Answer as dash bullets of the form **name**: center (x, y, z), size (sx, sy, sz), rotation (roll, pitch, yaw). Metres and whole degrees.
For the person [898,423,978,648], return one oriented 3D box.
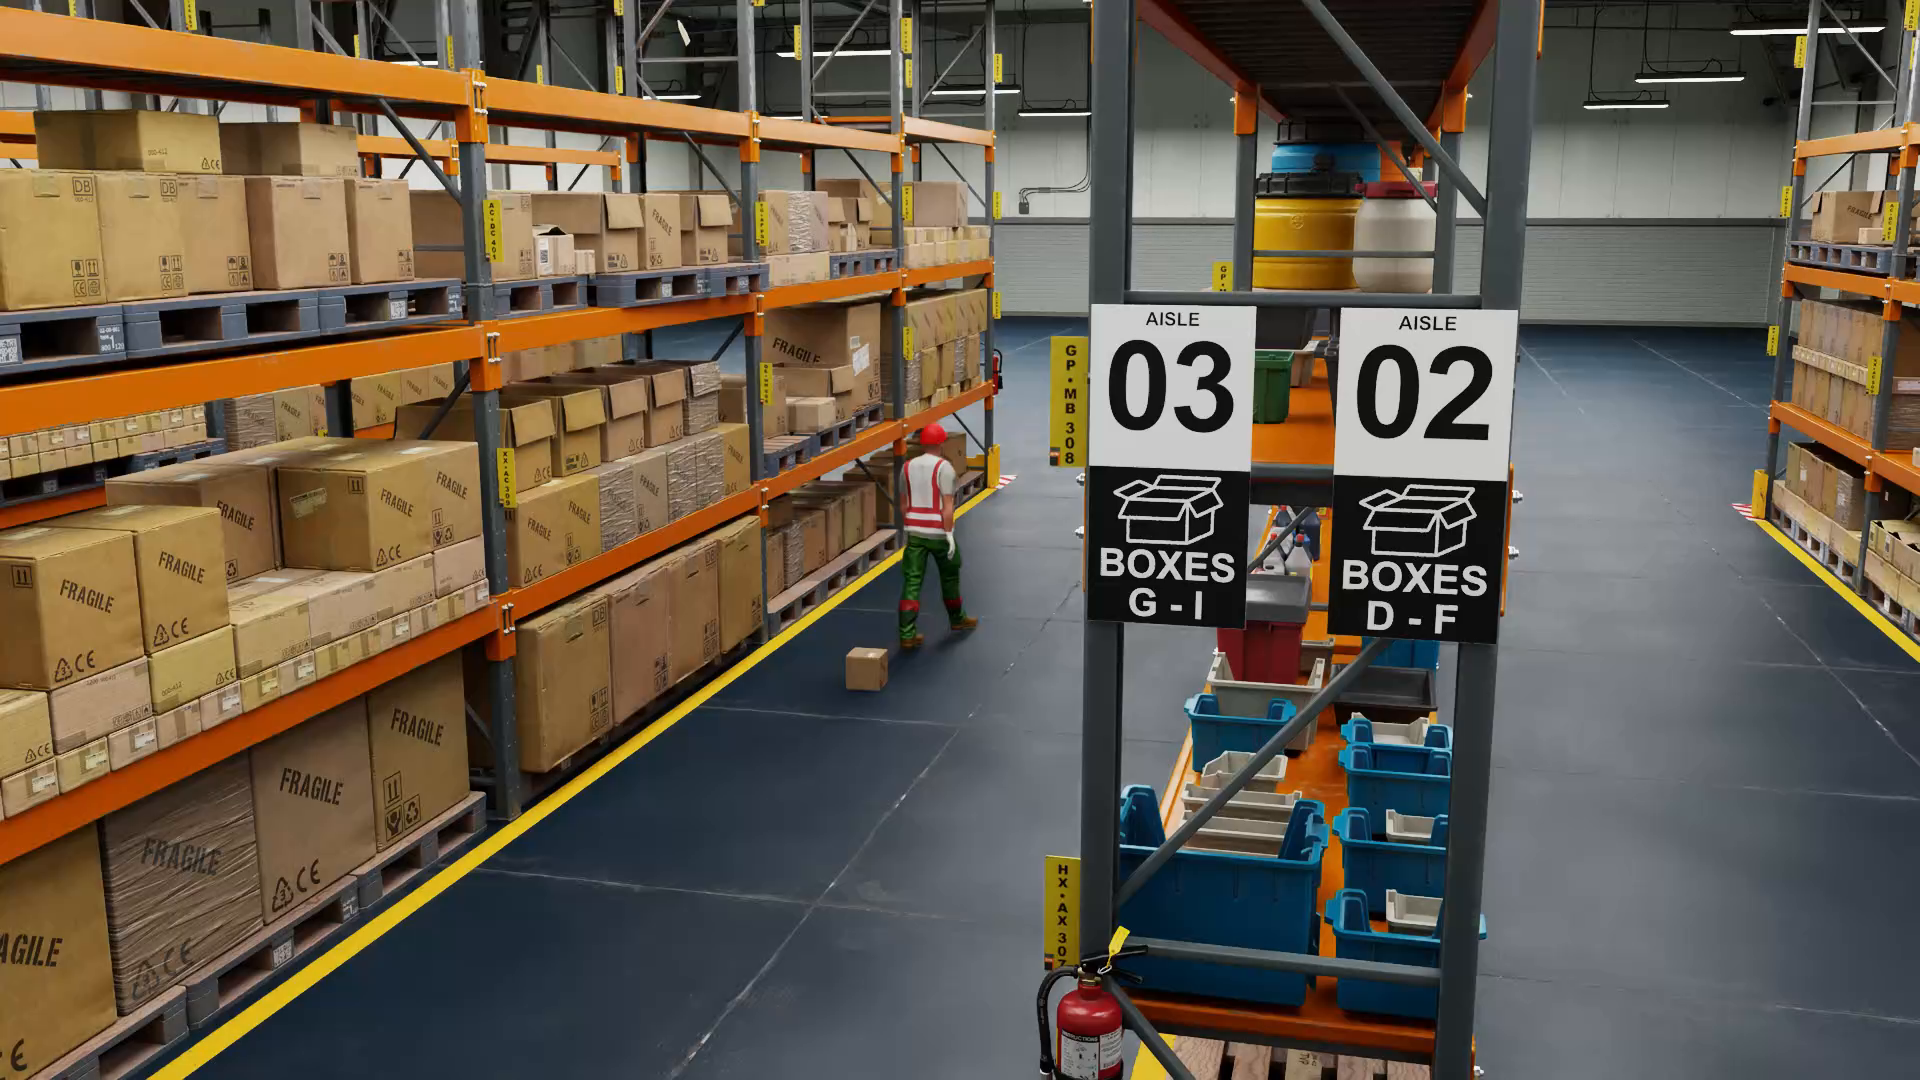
- **person**: center (-0.214, -0.076, 13.217), size (0.577, 1.721, 1.013), rotation (5, 12, 24)
